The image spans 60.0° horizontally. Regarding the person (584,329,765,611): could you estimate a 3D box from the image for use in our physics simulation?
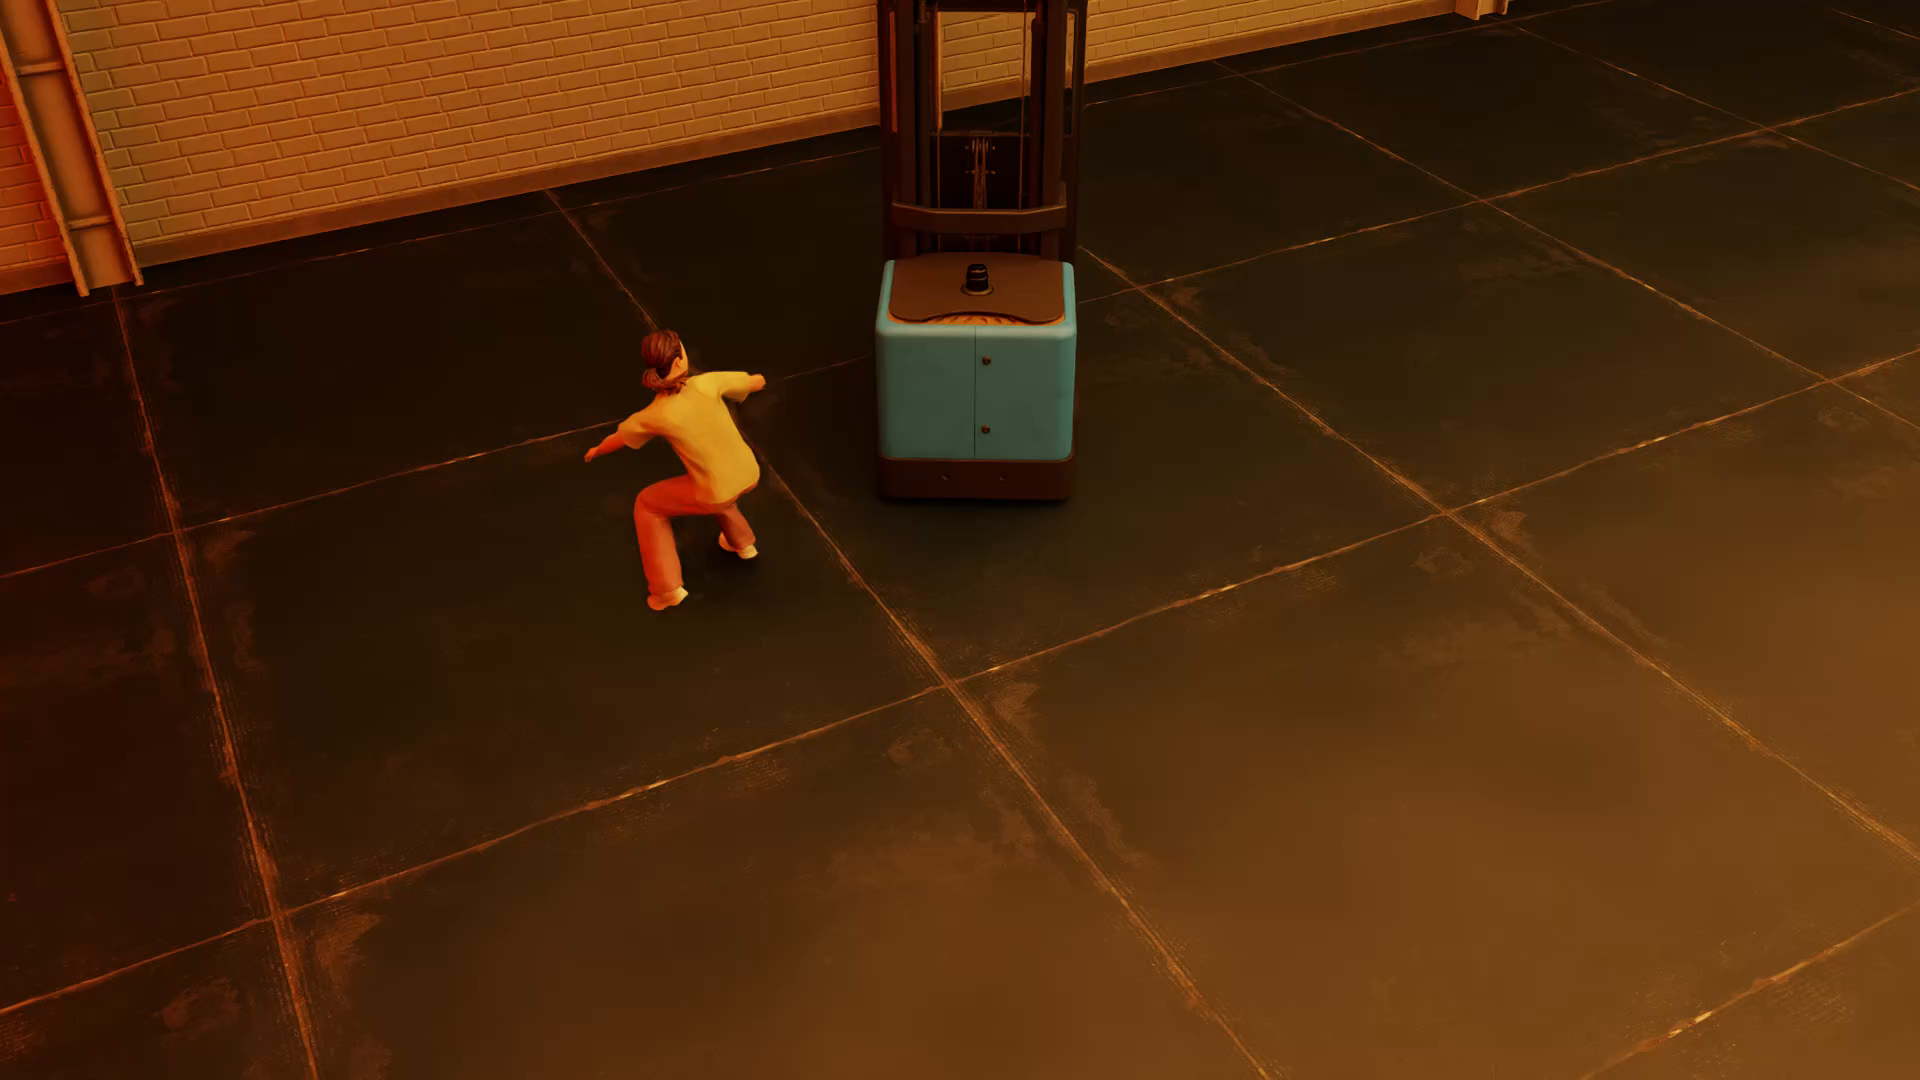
[{"bbox_3d":[-1.330,-0.392,8.030,0.722,1.417,0.796,-27,44,-33],"label":"person"}]

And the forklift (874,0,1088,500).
[{"bbox_3d":[0.121,-2.232,9.280,1.130,2.935,3.031,1,35,1],"label":"forklift"}]
